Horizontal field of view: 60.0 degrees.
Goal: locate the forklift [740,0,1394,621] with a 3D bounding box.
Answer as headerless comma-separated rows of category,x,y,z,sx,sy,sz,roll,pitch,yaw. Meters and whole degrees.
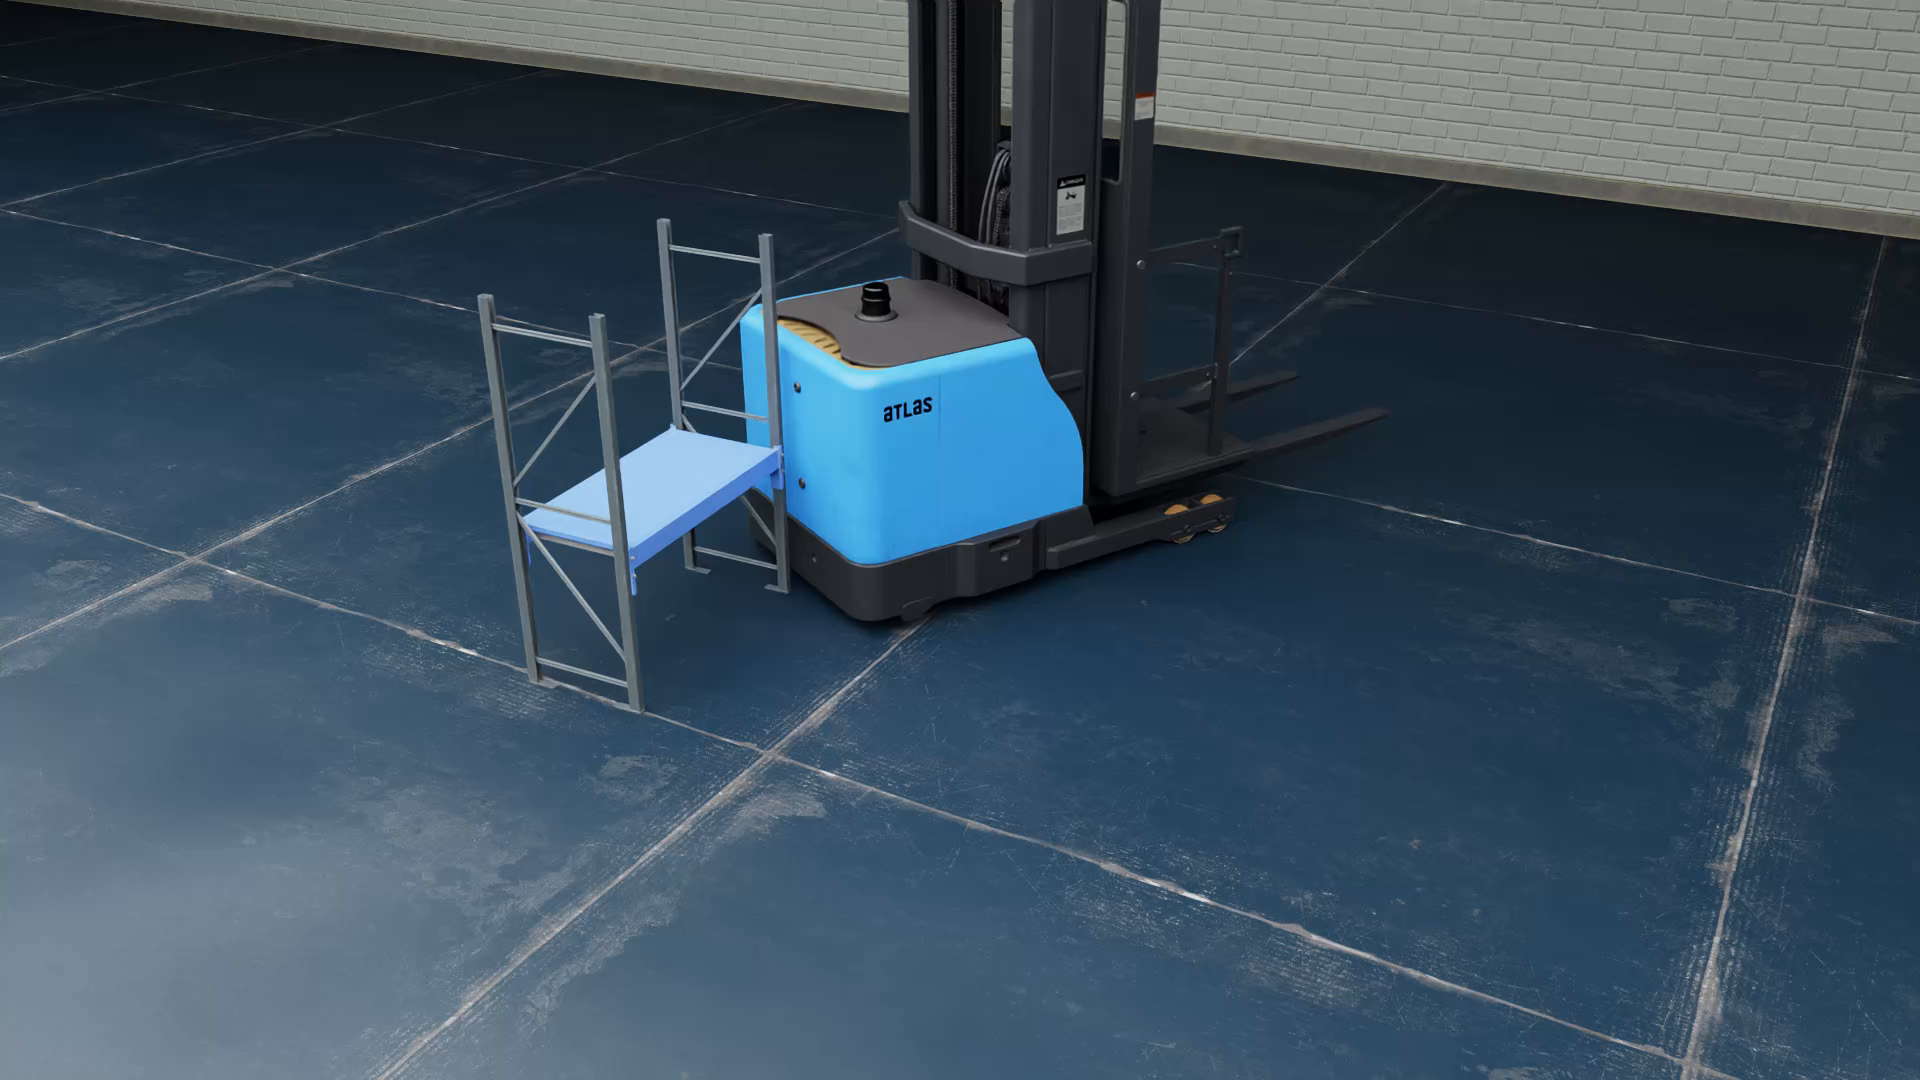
forklift,0.613,-1.474,6.920,3.031,2.935,1.130,-16,31,-28

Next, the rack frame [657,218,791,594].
rack frame,-0.925,-0.504,6.581,0.500,1.500,0.032,12,29,23

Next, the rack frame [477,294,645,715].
rack frame,-1.371,-0.095,5.764,0.500,1.500,0.032,12,29,23

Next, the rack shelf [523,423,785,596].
rack shelf,-1.148,-0.139,6.253,0.538,0.185,1.000,12,29,23

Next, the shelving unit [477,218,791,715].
shelving unit,-1.148,-0.299,6.173,0.538,1.500,1.048,12,29,23
